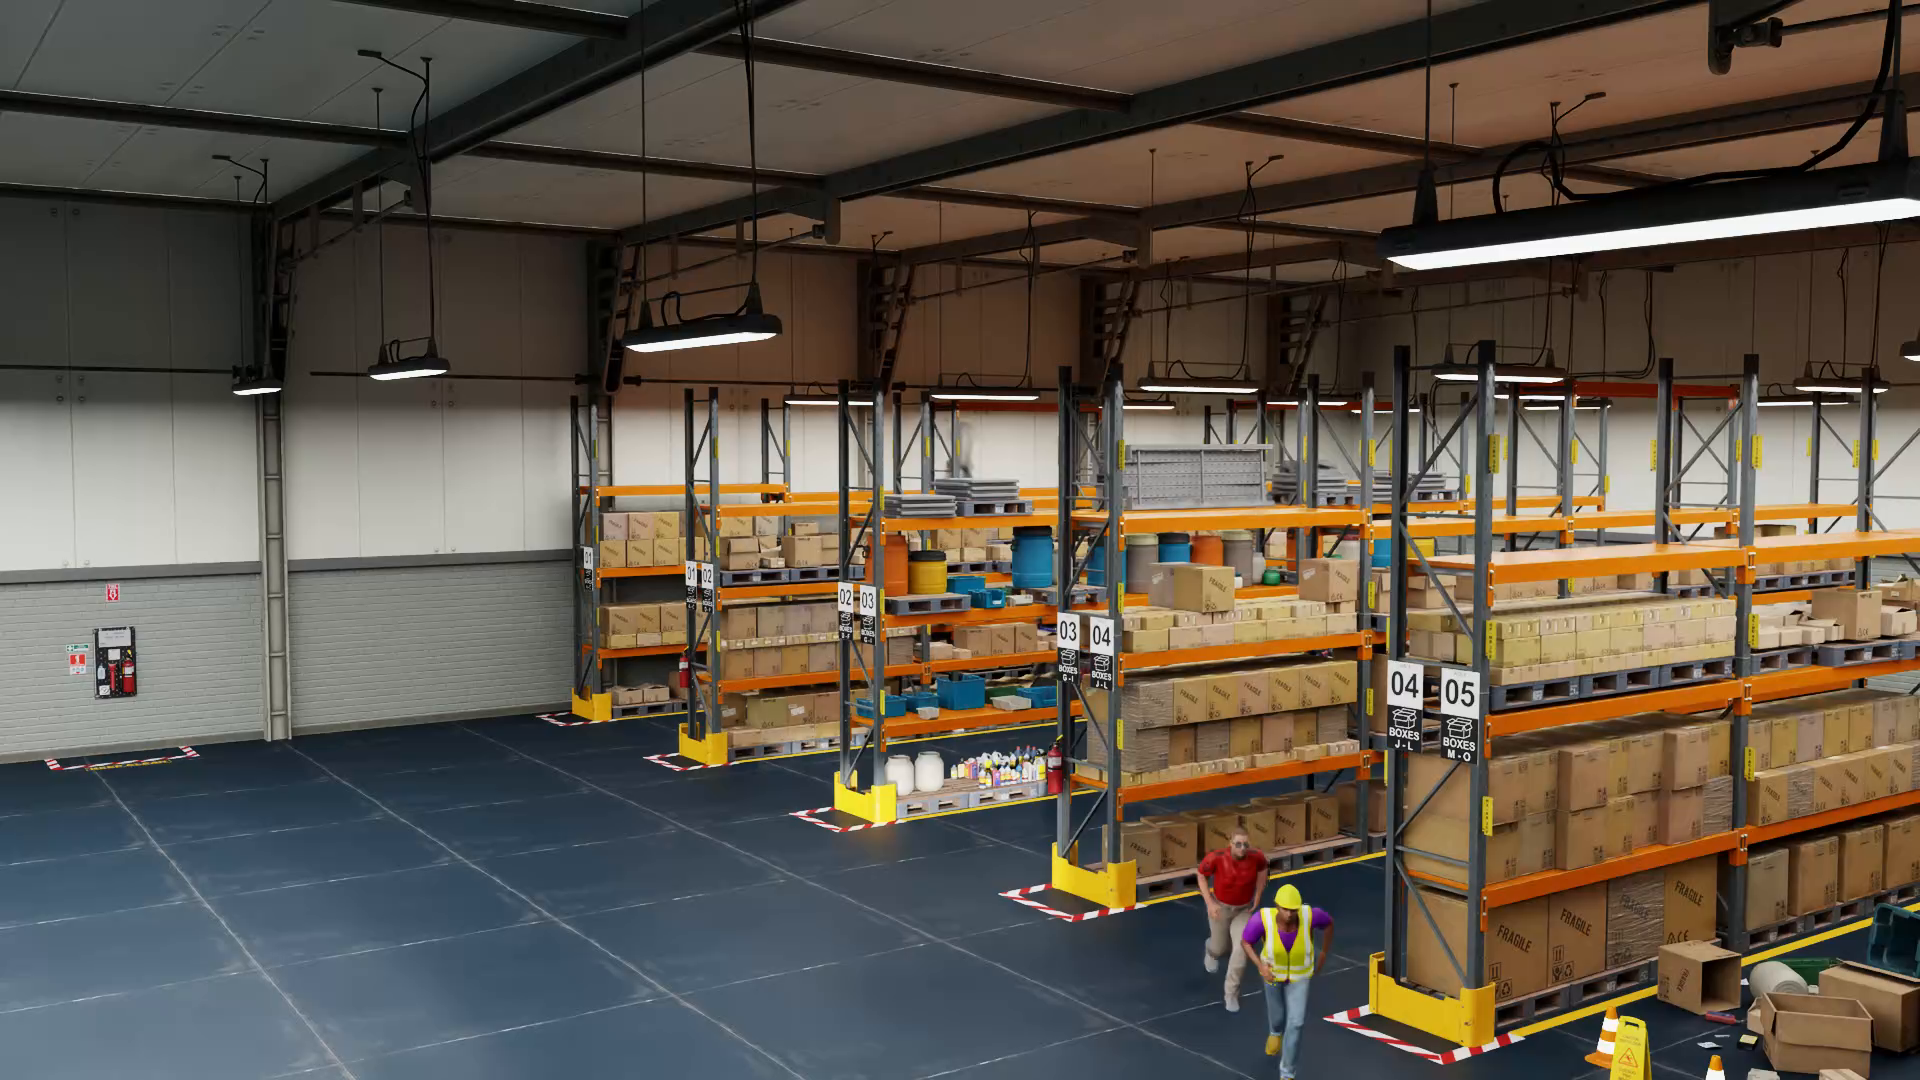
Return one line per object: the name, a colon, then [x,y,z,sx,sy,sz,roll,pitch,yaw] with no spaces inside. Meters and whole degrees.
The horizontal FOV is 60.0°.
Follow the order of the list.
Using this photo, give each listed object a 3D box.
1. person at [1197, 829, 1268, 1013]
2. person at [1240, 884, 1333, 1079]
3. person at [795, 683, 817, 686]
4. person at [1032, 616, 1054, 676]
person: [2.491,3.434,15.416,0.671,1.688,0.936,-1,3,-10]
person: [2.622,3.535,13.401,0.741,1.717,1.054,0,3,4]
person: [-2.743,2.519,30.105,0.792,1.710,0.700,-3,5,-40]
person: [1.654,2.342,33.362,0.918,1.693,0.600,-3,5,-44]
